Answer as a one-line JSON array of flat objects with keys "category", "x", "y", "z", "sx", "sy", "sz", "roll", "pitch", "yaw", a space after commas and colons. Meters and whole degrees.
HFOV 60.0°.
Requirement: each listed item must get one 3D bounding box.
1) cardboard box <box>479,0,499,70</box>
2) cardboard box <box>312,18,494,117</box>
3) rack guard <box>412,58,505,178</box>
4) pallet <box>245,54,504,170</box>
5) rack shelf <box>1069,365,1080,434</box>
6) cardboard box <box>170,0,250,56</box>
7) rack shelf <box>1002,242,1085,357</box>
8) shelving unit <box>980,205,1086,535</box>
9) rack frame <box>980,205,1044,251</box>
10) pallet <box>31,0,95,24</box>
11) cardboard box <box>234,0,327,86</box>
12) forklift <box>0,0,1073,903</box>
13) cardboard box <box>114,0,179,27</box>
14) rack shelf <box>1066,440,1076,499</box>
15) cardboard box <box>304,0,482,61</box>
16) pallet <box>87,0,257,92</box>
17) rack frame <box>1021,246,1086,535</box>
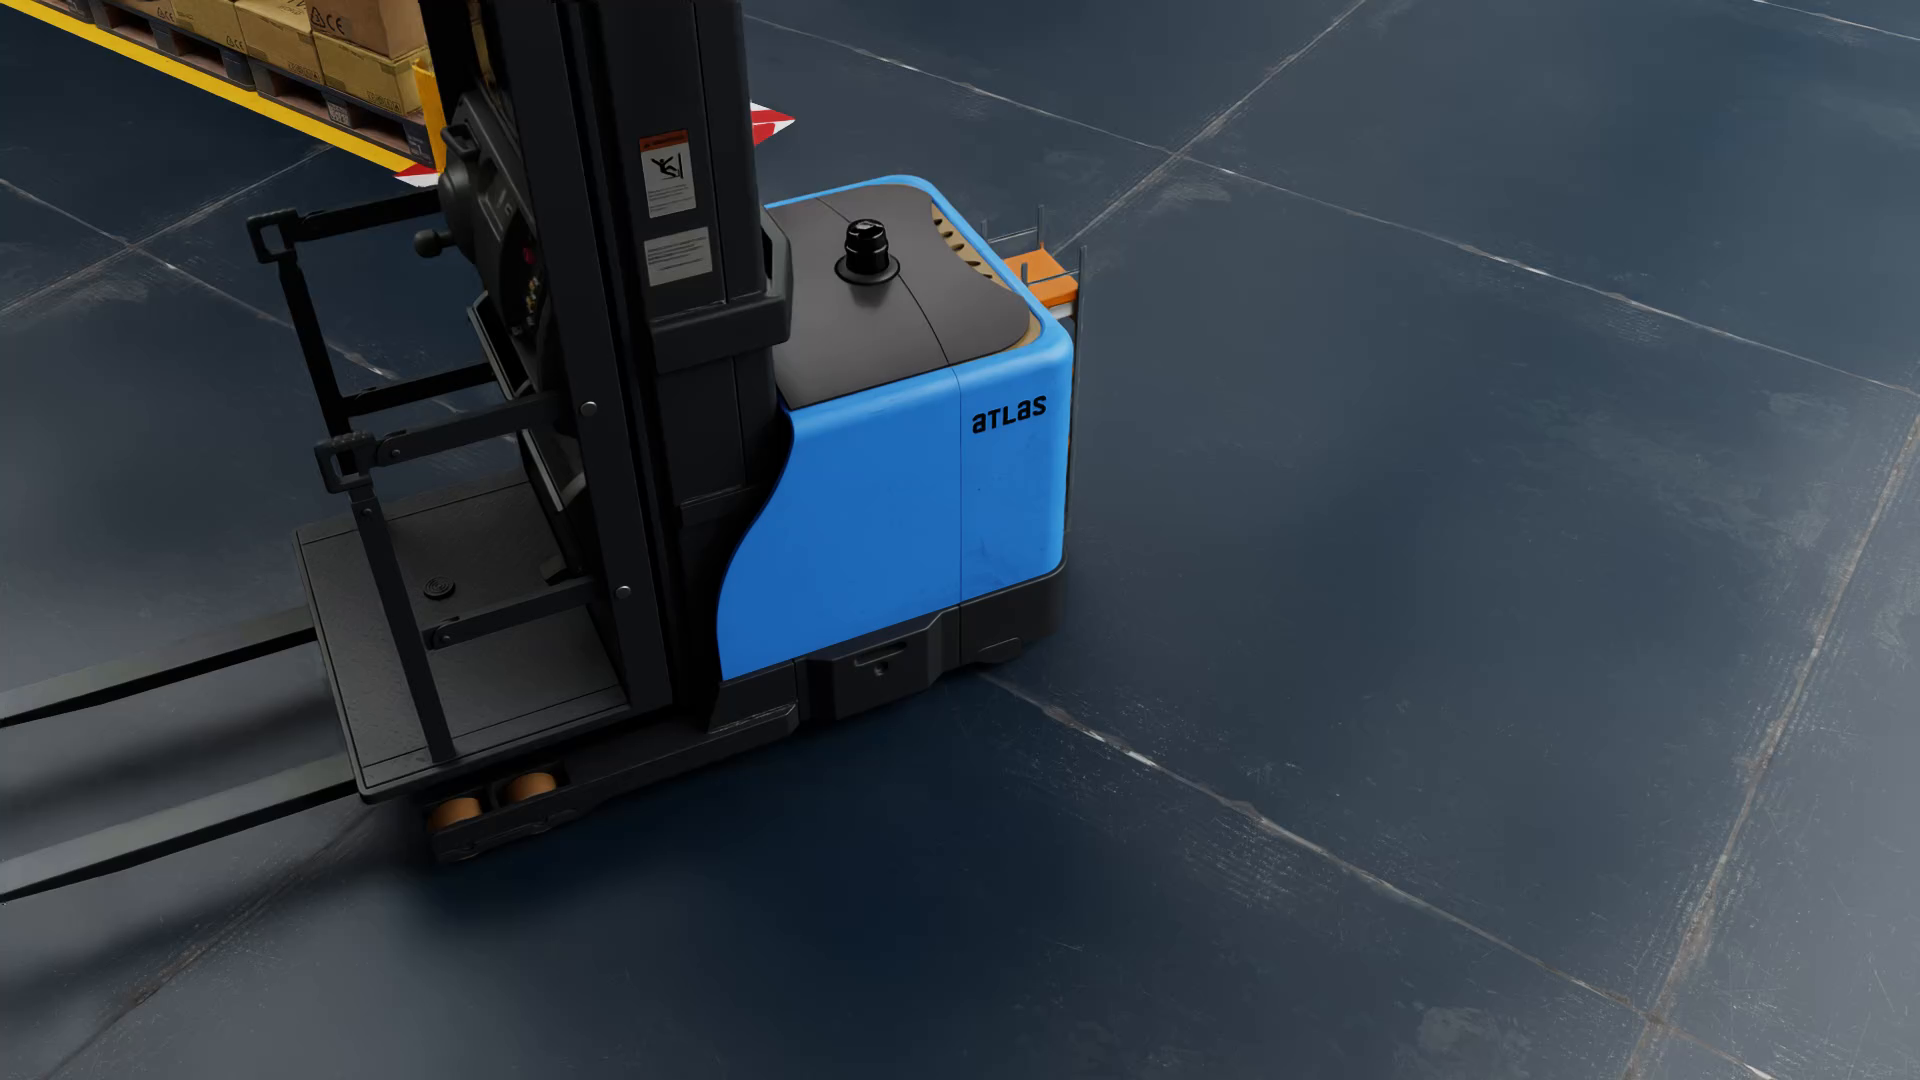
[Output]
[{"category": "cardboard box", "x": -2.062, "y": -2.356, "z": 7.380, "sx": 0.500, "sy": 0.250, "sz": 0.500, "roll": 25, "pitch": 48, "yaw": 25}, {"category": "cardboard box", "x": -2.359, "y": -2.073, "z": 7.064, "sx": 0.500, "sy": 0.250, "sz": 0.500, "roll": 25, "pitch": 48, "yaw": 25}, {"category": "rack guard", "x": -1.731, "y": -1.957, "z": 7.062, "sx": 0.348, "sy": 0.500, "sz": 1.175, "roll": 25, "pitch": 48, "yaw": 25}, {"category": "pallet", "x": -2.401, "y": -2.128, "z": 7.470, "sx": 1.213, "sy": 0.211, "sz": 1.003, "roll": 25, "pitch": 48, "yaw": 25}, {"category": "rack shelf", "x": 0.204, "y": -0.453, "z": 4.985, "sx": 0.215, "sy": 0.259, "sz": 0.240, "roll": -18, "pitch": 45, "yaw": -19}, {"category": "cardboard box", "x": -3.186, "y": -2.448, "z": 7.484, "sx": 0.500, "sy": 0.250, "sz": 0.500, "roll": 25, "pitch": 48, "yaw": 25}, {"category": "rack shelf", "x": 0.203, "y": -0.665, "z": 4.795, "sx": 0.215, "sy": 0.259, "sz": 0.240, "roll": -18, "pitch": 45, "yaw": -19}, {"category": "shelving unit", "x": 0.204, "y": -0.461, "z": 4.978, "sx": 0.215, "sy": 1.050, "sz": 0.252, "roll": -18, "pitch": 45, "yaw": -19}, {"category": "rack frame", "x": 0.150, "y": -0.534, "z": 5.059, "sx": 0.200, "sy": 1.050, "sz": 0.008, "roll": -18, "pitch": 45, "yaw": -19}, {"category": "pallet", "x": -4.398, "y": -3.062, "z": 8.514, "sx": 1.213, "sy": 0.211, "sz": 1.003, "roll": 25, "pitch": 48, "yaw": 25}, {"category": "cardboard box", "x": -2.776, "y": -2.258, "z": 7.271, "sx": 0.500, "sy": 0.250, "sz": 0.500, "roll": 25, "pitch": 48, "yaw": 25}, {"category": "forklift", "x": -1.252, "y": -0.666, "z": 3.796, "sx": 3.031, "sy": 2.935, "sz": 1.130, "roll": -18, "pitch": 45, "yaw": -19}, {"category": "cardboard box", "x": -3.594, "y": -2.641, "z": 7.699, "sx": 0.500, "sy": 0.250, "sz": 0.500, "roll": 25, "pitch": 48, "yaw": 25}, {"category": "rack shelf", "x": 0.205, "y": -0.246, "z": 5.170, "sx": 0.215, "sy": 0.259, "sz": 0.240, "roll": -18, "pitch": 45, "yaw": -19}, {"category": "cardboard box", "x": -2.361, "y": -2.351, "z": 6.813, "sx": 0.500, "sy": 0.500, "sz": 0.500, "roll": 25, "pitch": 48, "yaw": 25}, {"category": "pallet", "x": -3.395, "y": -2.596, "z": 7.992, "sx": 1.213, "sy": 0.211, "sz": 1.003, "roll": 25, "pitch": 48, "yaw": 25}, {"category": "rack frame", "x": 0.258, "y": -0.388, "z": 4.896, "sx": 0.200, "sy": 1.050, "sz": 0.008, "roll": -18, "pitch": 45, "yaw": -19}]
